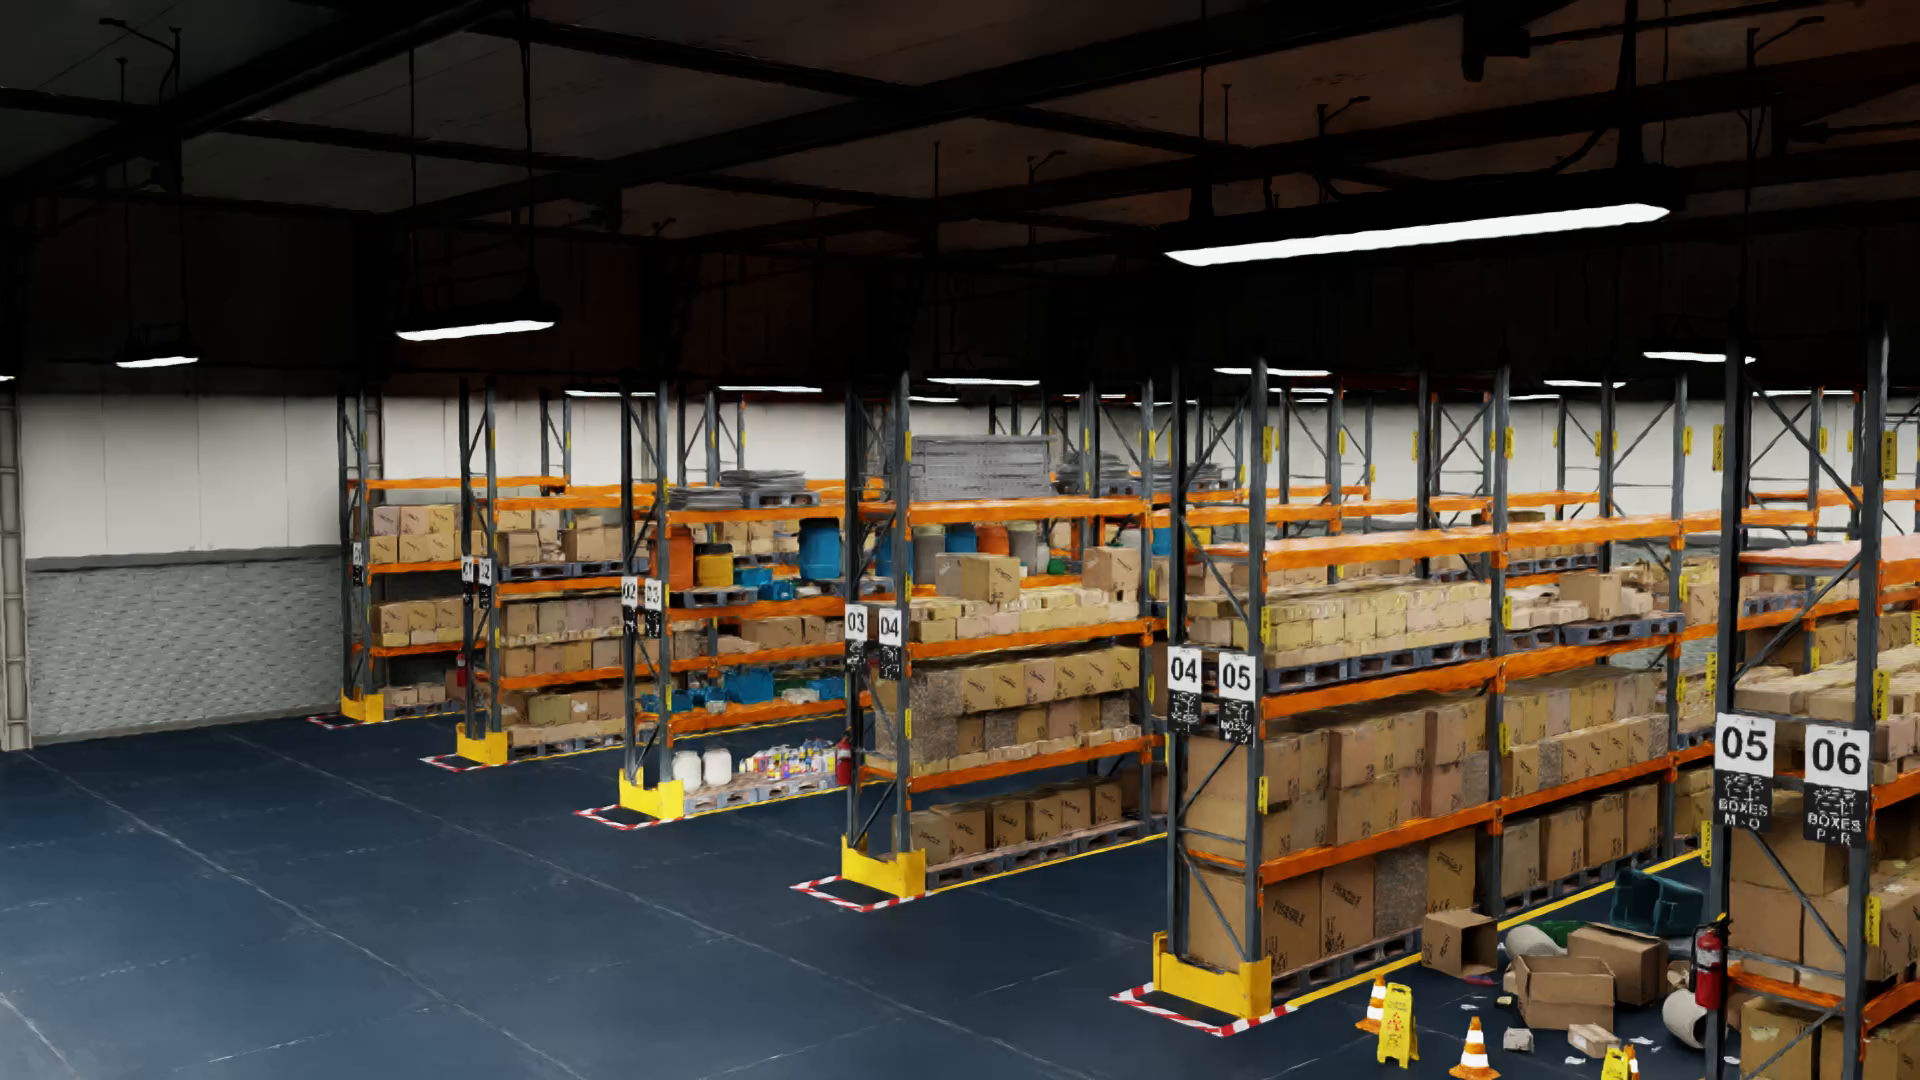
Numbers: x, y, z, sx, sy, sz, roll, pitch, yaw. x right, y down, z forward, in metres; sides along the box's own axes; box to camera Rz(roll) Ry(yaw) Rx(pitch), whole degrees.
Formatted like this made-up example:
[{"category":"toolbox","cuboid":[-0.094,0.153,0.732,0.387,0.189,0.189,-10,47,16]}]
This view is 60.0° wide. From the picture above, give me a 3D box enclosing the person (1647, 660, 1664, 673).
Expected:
[{"category":"person","cuboid":[10.834,2.655,25.861,0.512,1.624,0.639,-4,5,-44]}]
